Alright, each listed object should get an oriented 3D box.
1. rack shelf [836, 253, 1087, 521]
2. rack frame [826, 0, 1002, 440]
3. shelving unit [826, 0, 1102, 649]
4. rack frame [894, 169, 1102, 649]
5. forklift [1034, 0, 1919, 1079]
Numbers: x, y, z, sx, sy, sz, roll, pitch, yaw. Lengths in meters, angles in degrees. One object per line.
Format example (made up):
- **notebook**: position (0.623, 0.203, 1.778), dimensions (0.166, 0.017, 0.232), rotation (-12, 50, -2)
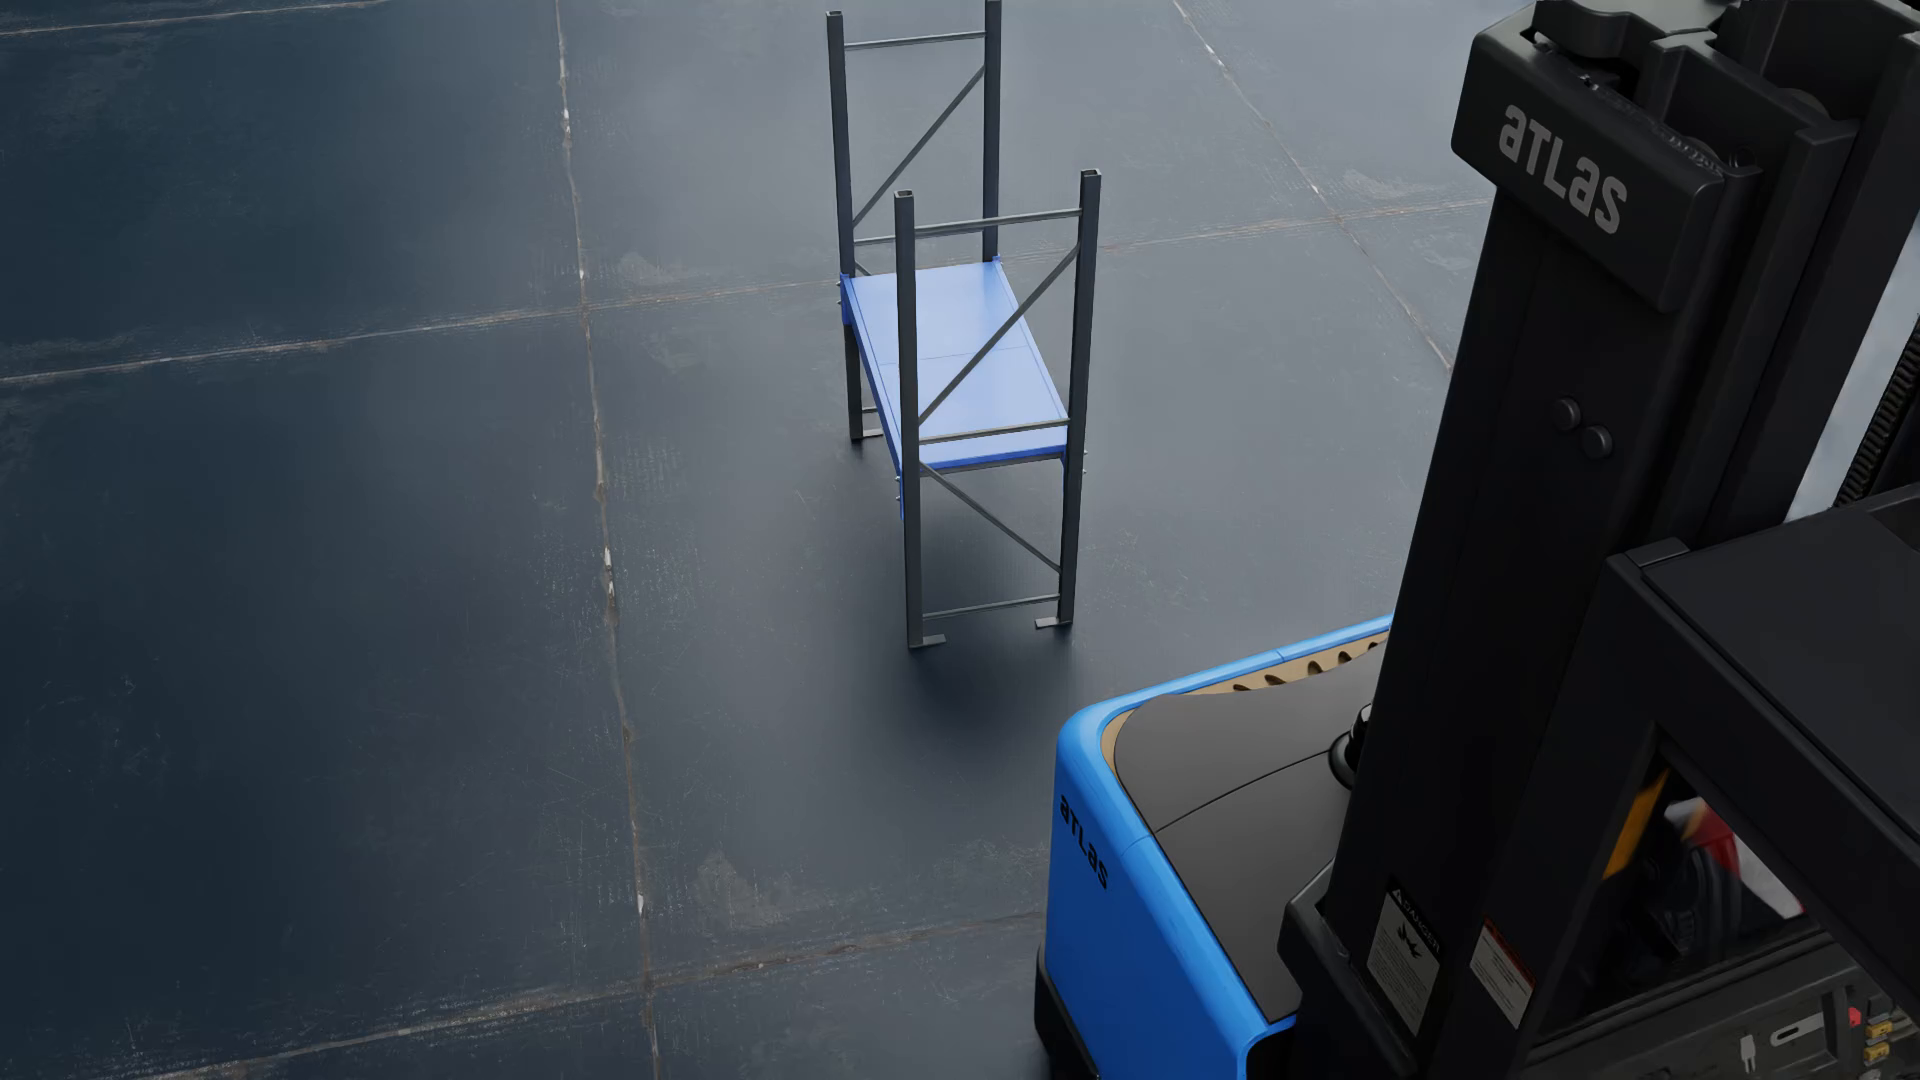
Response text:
- **rack shelf**: position (-0.018, -0.482, 4.934), dimensions (0.538, 0.185, 1.000), rotation (-8, 42, -9)
- **rack frame**: position (-0.128, -0.946, 5.186), dimensions (0.500, 1.500, 0.032), rotation (-8, 42, -9)
- **shelving unit**: position (-0.018, -0.616, 4.814), dimensions (0.538, 1.500, 1.048), rotation (-8, 42, -9)
- **rack frame**: position (0.091, -0.287, 4.443), dimensions (0.500, 1.500, 0.032), rotation (-8, 42, -9)
- **forklift**: position (1.193, 0.837, 2.099), dimensions (1.130, 2.935, 3.031), rotation (-15, 44, -16)
